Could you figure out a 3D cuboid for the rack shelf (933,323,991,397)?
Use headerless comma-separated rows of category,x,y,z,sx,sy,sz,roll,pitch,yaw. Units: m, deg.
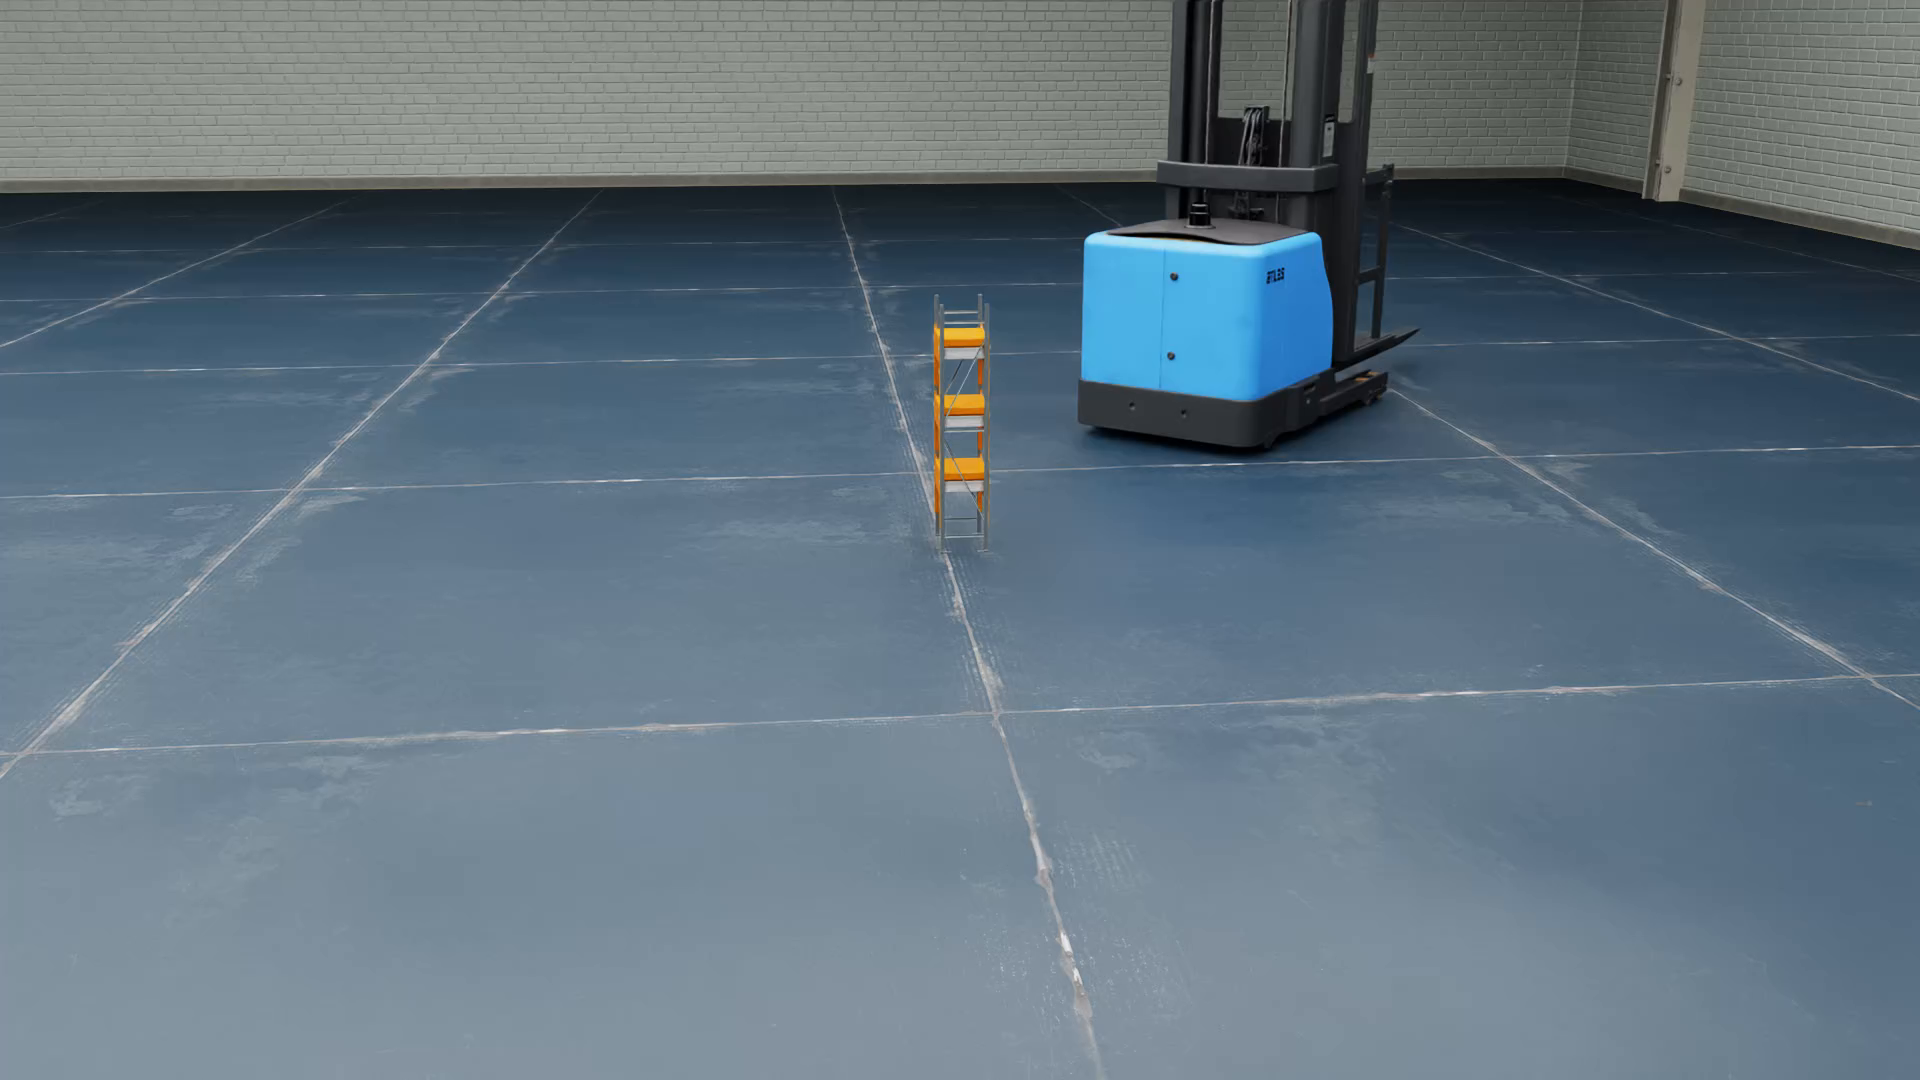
rack shelf,0.005,-0.746,6.887,0.215,0.259,0.240,-2,18,-6

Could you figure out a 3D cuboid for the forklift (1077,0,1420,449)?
forklift,1.874,-2.250,9.451,1.130,2.935,3.031,11,21,32

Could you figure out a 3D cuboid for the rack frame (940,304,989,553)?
rack frame,0.018,-0.449,6.853,0.200,1.050,0.008,-2,18,-6

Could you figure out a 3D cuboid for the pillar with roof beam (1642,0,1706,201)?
pillar with roof beam,4.415,-8.383,18.857,9.100,9.000,0.400,-2,18,-6

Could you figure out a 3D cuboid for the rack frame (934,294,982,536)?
rack frame,-0.007,-0.521,7.085,0.200,1.050,0.008,-2,18,-6

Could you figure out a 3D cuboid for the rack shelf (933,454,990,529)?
rack shelf,0.006,-0.210,7.055,0.215,0.259,0.240,-2,18,-6

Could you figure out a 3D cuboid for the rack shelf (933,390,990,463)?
rack shelf,0.006,-0.475,6.972,0.215,0.259,0.240,-2,18,-6

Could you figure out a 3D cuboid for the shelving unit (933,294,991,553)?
shelving unit,0.006,-0.485,6.969,0.215,1.050,0.252,-2,18,-6
